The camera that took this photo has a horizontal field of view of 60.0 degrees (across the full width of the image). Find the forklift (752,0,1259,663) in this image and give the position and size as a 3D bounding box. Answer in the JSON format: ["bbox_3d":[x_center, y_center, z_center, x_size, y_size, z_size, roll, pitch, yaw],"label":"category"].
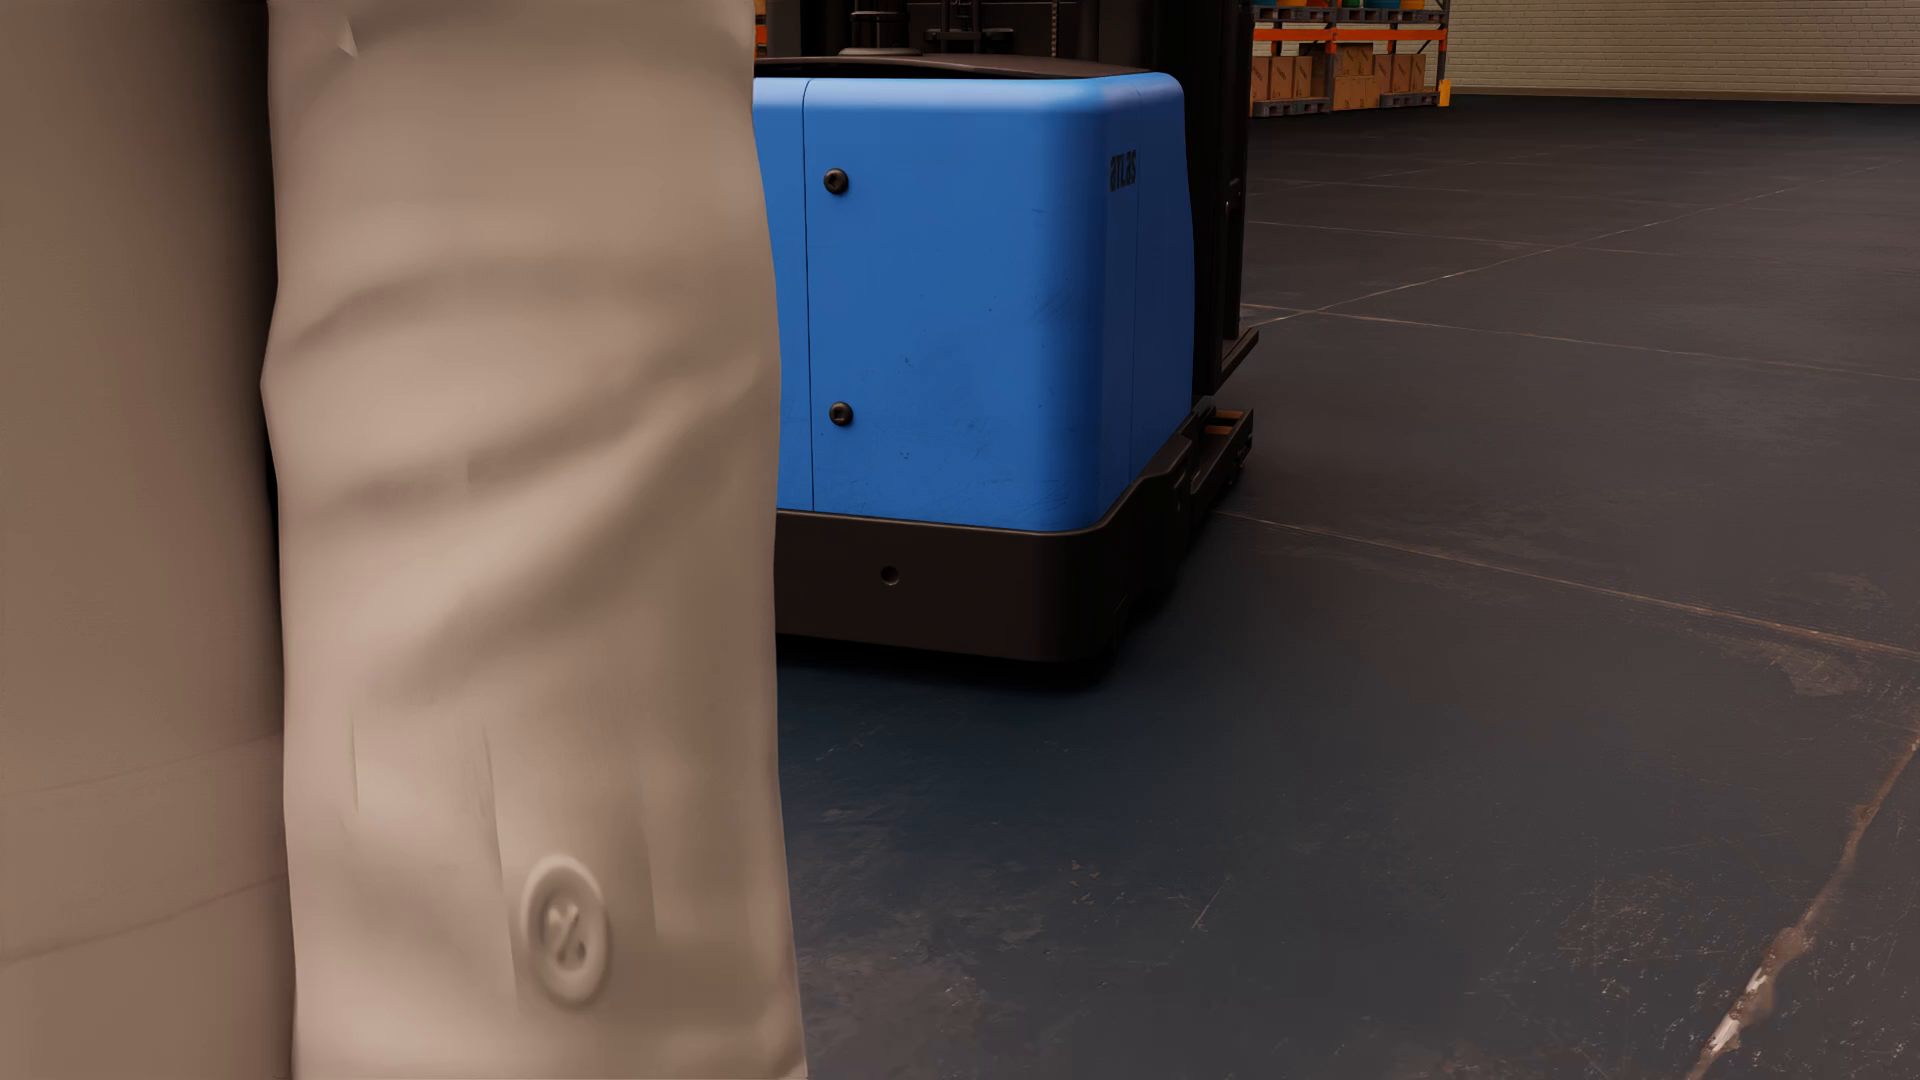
[{"bbox_3d":[0.182,-1.571,4.072,1.130,2.935,3.031,5,18,17],"label":"forklift"}]
